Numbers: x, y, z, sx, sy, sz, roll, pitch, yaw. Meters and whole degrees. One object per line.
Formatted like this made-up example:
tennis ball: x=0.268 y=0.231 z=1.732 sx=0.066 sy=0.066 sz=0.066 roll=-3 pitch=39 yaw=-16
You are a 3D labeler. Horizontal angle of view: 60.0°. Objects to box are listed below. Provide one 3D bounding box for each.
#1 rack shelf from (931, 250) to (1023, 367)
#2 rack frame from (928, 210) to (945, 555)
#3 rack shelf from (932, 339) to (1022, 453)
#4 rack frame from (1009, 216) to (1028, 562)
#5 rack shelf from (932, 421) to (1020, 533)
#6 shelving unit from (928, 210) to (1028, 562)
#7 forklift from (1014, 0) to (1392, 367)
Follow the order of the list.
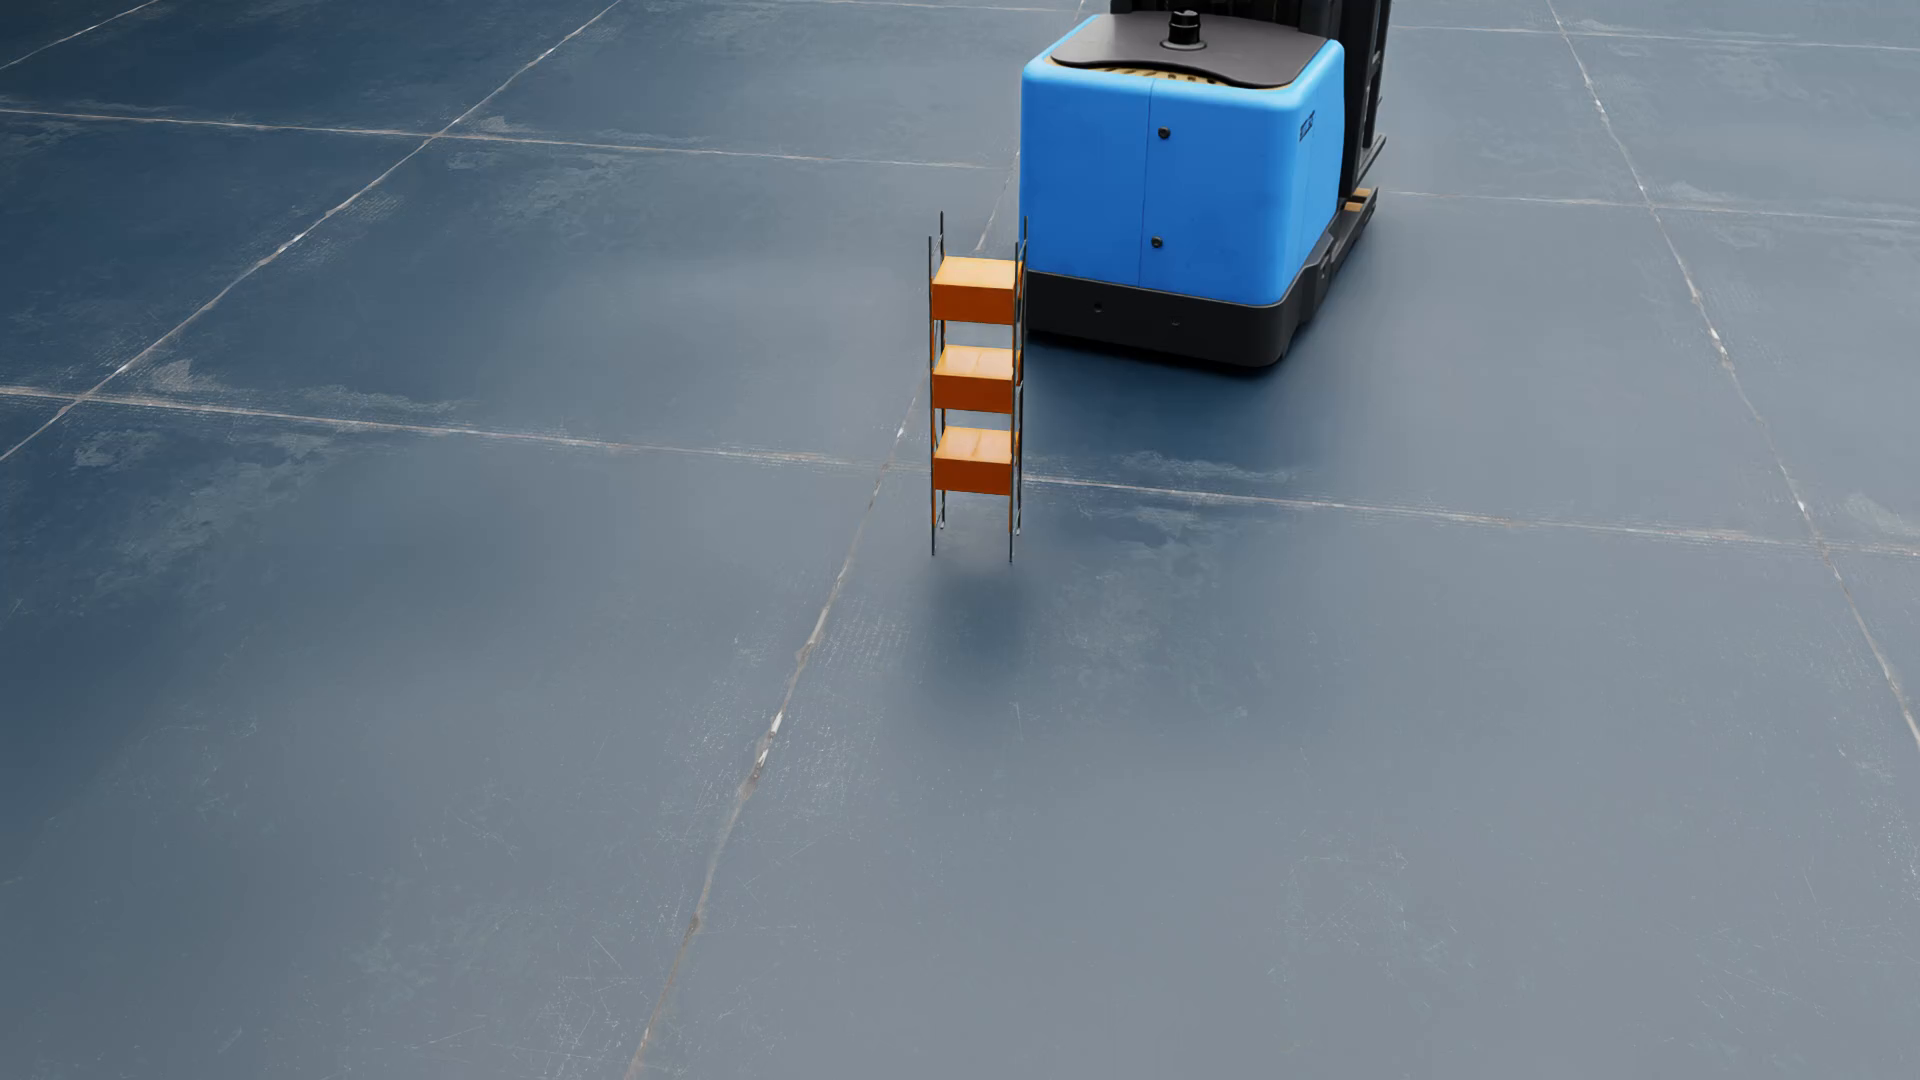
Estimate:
rack shelf: x=0.053 y=-0.672 z=4.819 sx=0.240 sy=0.259 sz=0.215 roll=5 pitch=32 yaw=8
rack frame: x=-0.068 y=-0.451 z=4.981 sx=0.008 sy=1.050 sz=0.200 roll=5 pitch=32 yaw=8
rack shelf: x=0.053 y=-0.431 z=4.969 sx=0.240 sy=0.259 sz=0.215 roll=5 pitch=32 yaw=8
rack frame: x=0.173 y=-0.429 z=4.946 sx=0.008 sy=1.050 sz=0.200 roll=5 pitch=32 yaw=8
rack shelf: x=0.053 y=-0.196 z=5.117 sx=0.240 sy=0.259 sz=0.215 roll=5 pitch=32 yaw=8
shelving unit: x=0.053 y=-0.440 z=4.964 sx=0.252 sy=1.050 sz=0.215 roll=5 pitch=32 yaw=8
forklift: x=1.243 y=-2.650 z=6.722 sx=1.130 sy=2.935 sz=3.031 roll=13 pitch=34 yaw=19
